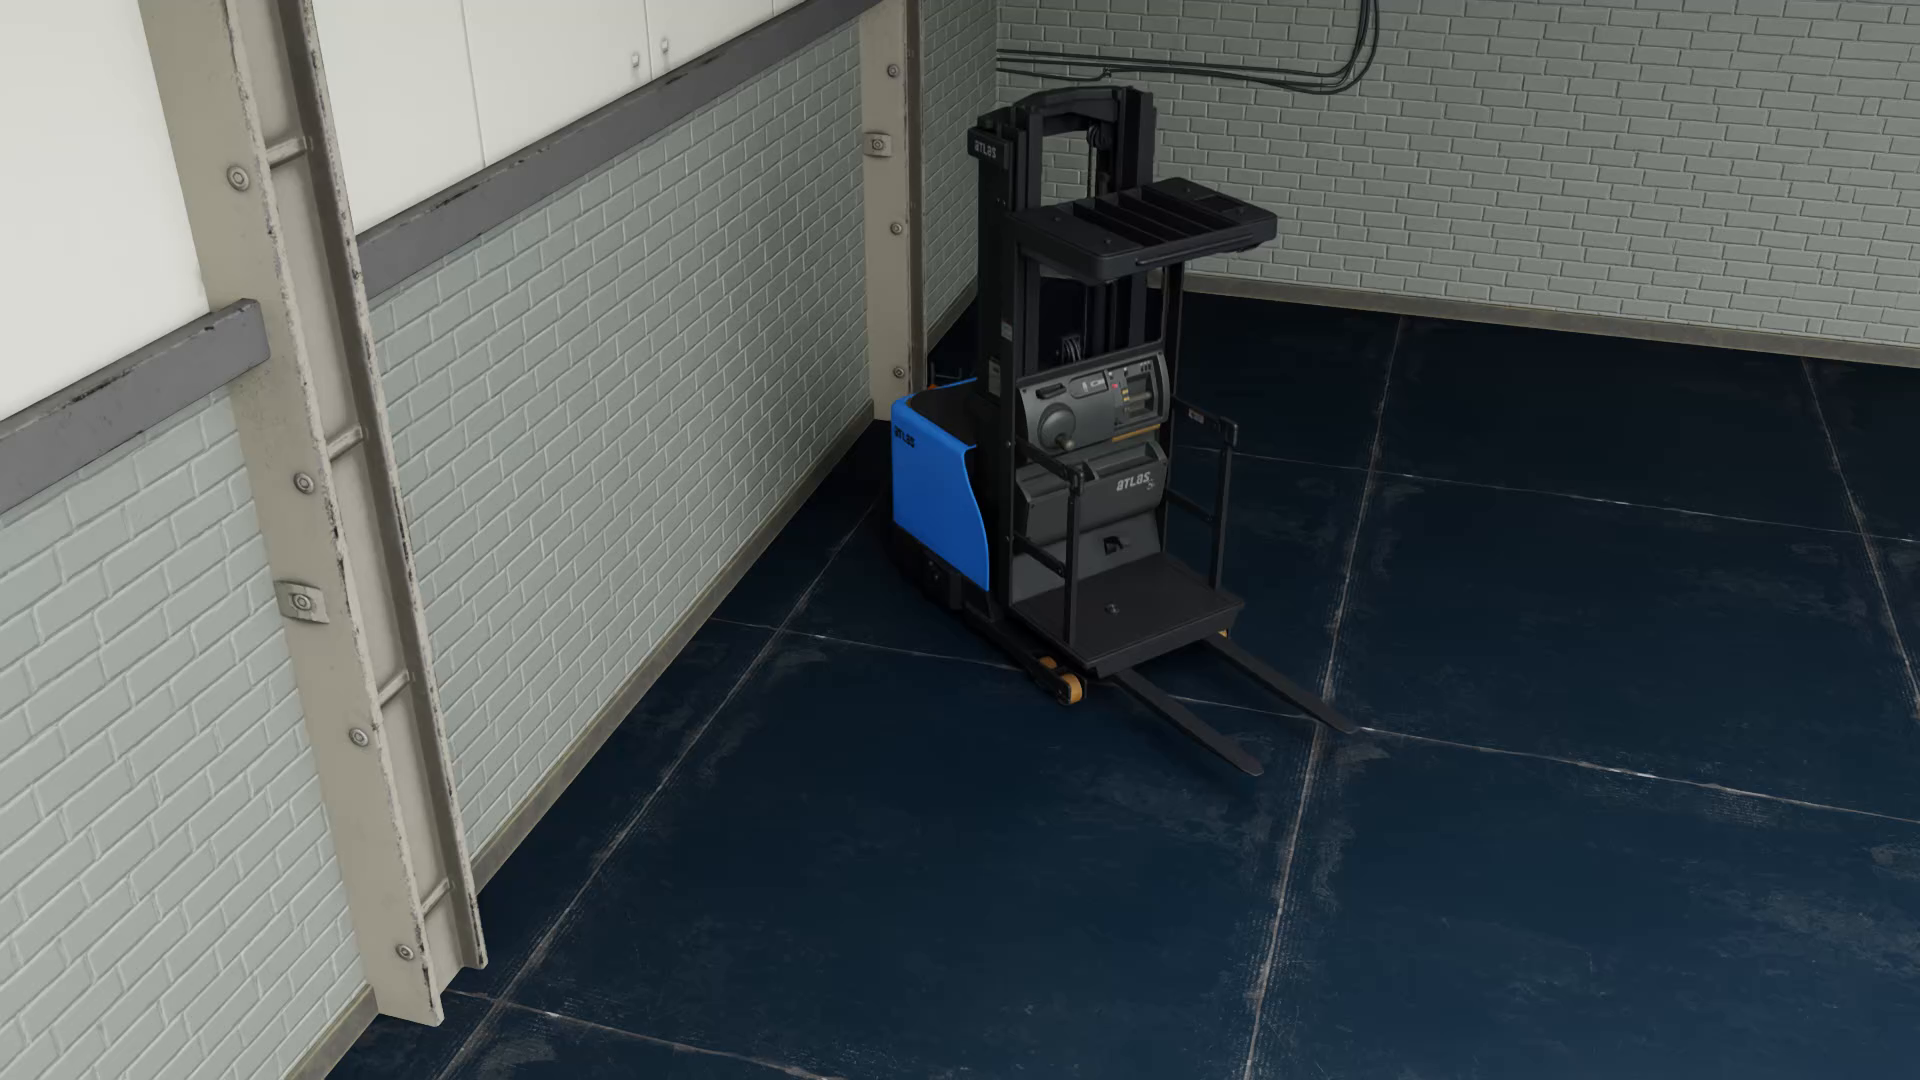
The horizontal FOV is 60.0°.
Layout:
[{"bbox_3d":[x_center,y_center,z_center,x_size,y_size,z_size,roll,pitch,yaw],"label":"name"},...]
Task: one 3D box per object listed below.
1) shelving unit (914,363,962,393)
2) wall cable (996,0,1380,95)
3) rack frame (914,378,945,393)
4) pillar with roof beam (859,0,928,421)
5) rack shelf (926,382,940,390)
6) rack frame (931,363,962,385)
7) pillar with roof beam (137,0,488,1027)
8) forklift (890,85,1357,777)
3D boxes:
[{"bbox_3d":[-0.130,-0.534,10.129,0.215,1.050,0.252,12,31,20],"label":"shelving unit"},{"bbox_3d":[1.691,-4.691,12.621,3.097,2.526,0.112,8,30,15],"label":"wall cable"},{"bbox_3d":[-0.178,-0.479,10.032,0.200,1.050,0.008,12,31,20],"label":"rack frame"},{"bbox_3d":[3.677,-4.254,8.640,9.100,9.000,0.400,8,30,15],"label":"pillar with roof beam"},{"bbox_3d":[-0.130,-0.772,9.997,0.215,0.259,0.240,12,31,20],"label":"rack shelf"},{"bbox_3d":[-0.081,-0.588,10.227,0.200,1.050,0.008,12,31,20],"label":"rack frame"},{"bbox_3d":[1.916,-1.465,3.628,9.100,9.000,0.400,8,30,15],"label":"pillar with roof beam"},{"bbox_3d":[0.823,-0.680,8.458,1.130,2.935,3.031,-18,34,-29],"label":"forklift"}]
